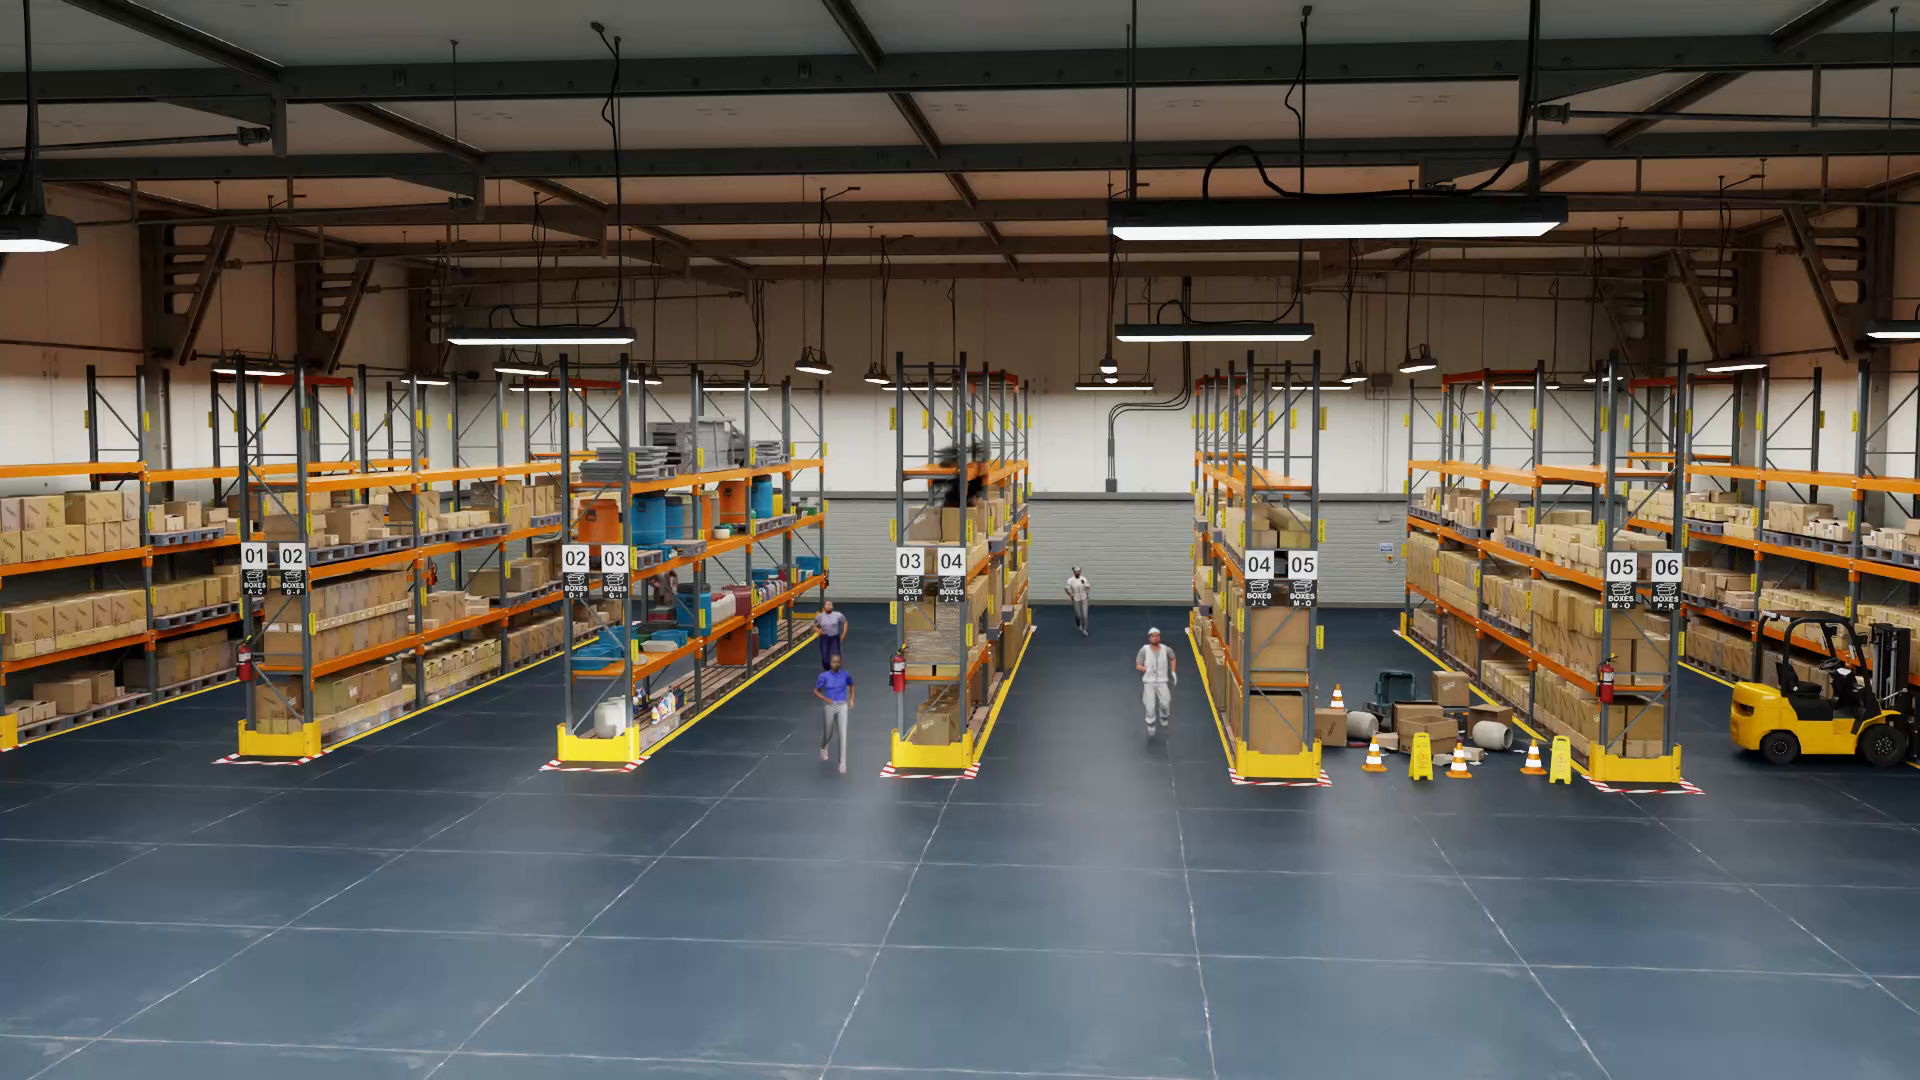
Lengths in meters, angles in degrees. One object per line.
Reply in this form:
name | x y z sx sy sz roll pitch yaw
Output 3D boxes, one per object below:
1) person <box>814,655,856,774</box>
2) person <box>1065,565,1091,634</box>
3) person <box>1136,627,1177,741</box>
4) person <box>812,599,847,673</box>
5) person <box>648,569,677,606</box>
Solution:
person | -1.791 2.496 24.026 0.628 1.658 0.838 -1 4 -15
person | 2.781 1.408 38.974 0.590 1.646 0.563 0 4 -6
person | 3.096 2.259 26.108 0.652 1.787 0.703 0 4 2
person | -2.475 1.945 31.523 0.652 1.647 0.632 0 4 -1
person | -7.058 1.333 39.298 0.740 1.856 0.855 0 4 -6
